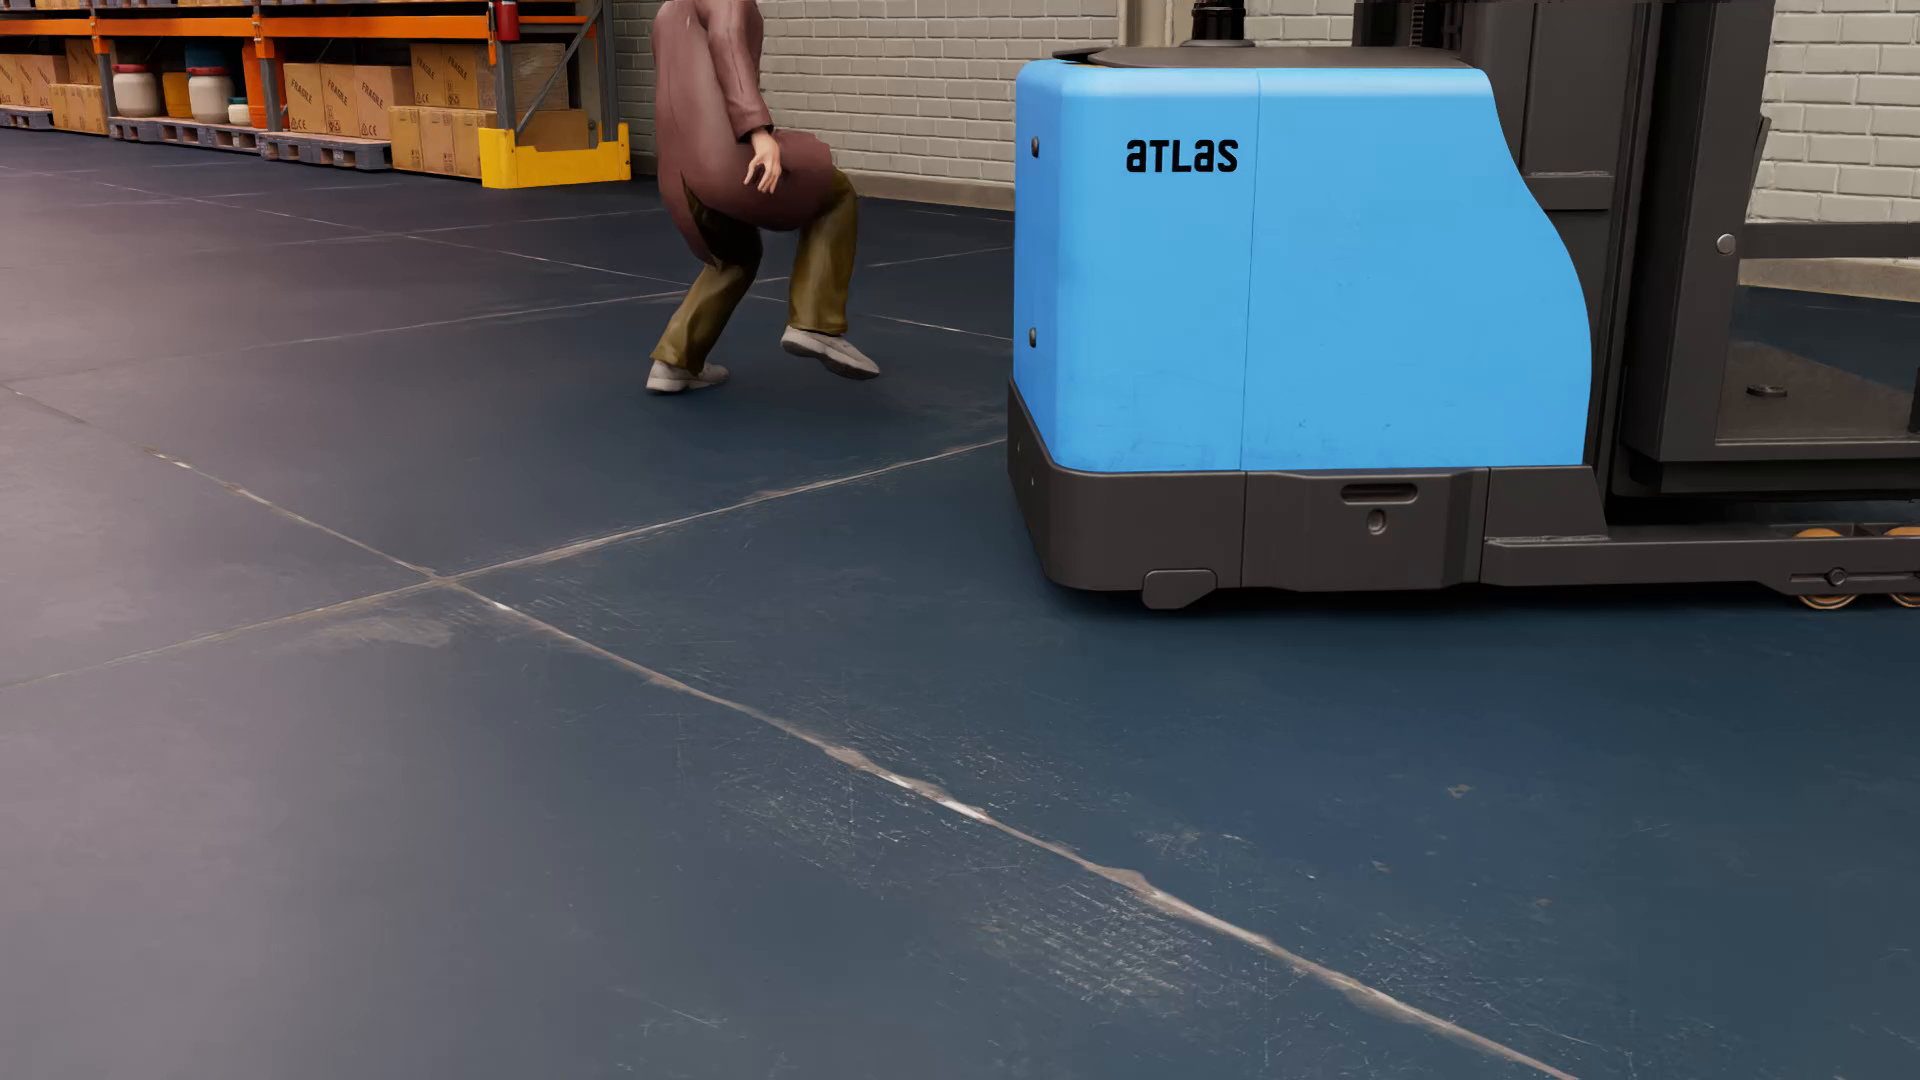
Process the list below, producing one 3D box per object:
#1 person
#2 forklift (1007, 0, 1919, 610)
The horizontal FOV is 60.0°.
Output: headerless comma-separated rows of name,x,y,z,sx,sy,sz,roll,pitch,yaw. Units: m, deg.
person,-0.647,-1.215,5.279,0.818,1.554,0.740,14,22,39
forklift,1.660,-1.412,3.498,3.031,2.935,1.130,-1,17,-4
